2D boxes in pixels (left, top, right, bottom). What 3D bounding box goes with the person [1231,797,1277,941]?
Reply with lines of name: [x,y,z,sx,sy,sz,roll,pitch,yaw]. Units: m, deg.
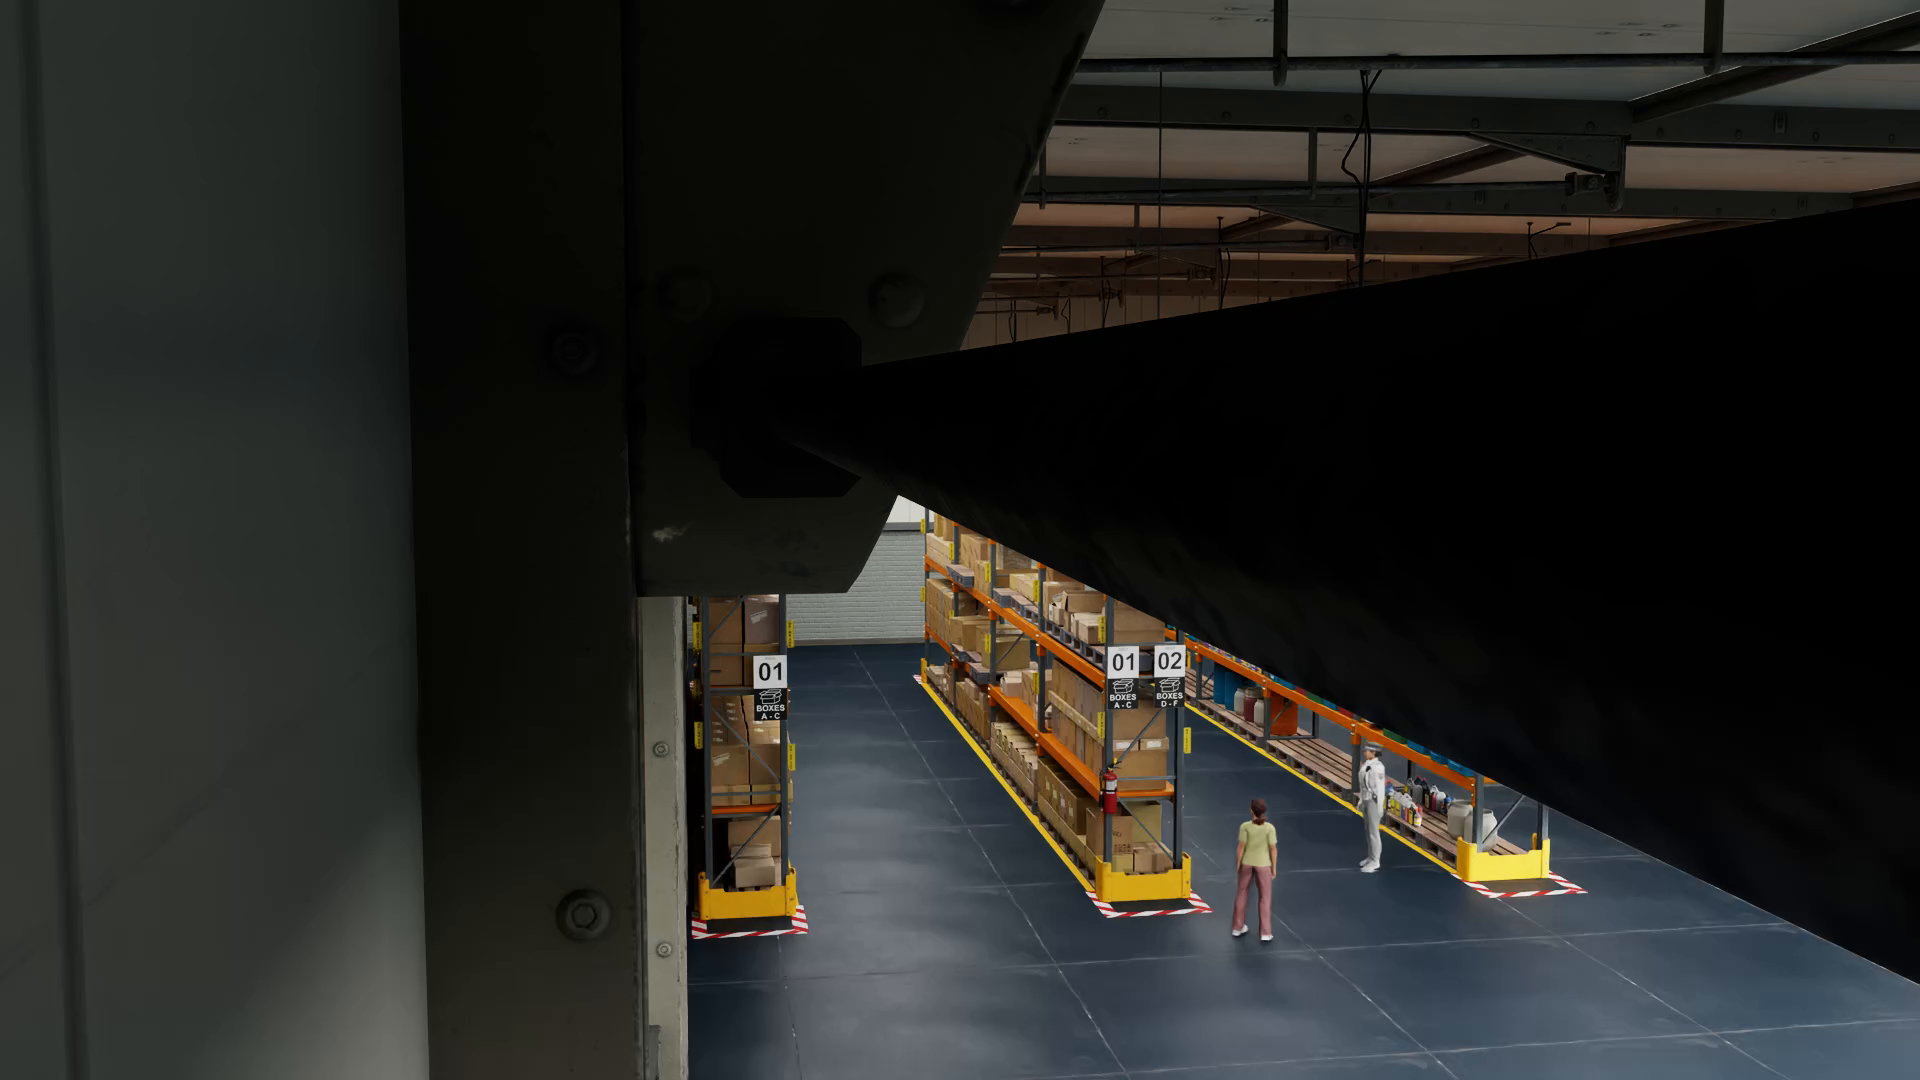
person: [3.427,3.860,19.326,0.530,1.562,0.413,2,6,26]

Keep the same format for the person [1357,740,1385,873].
person: [5.484,3.535,22.254,0.396,1.699,0.596,-1,5,-7]
